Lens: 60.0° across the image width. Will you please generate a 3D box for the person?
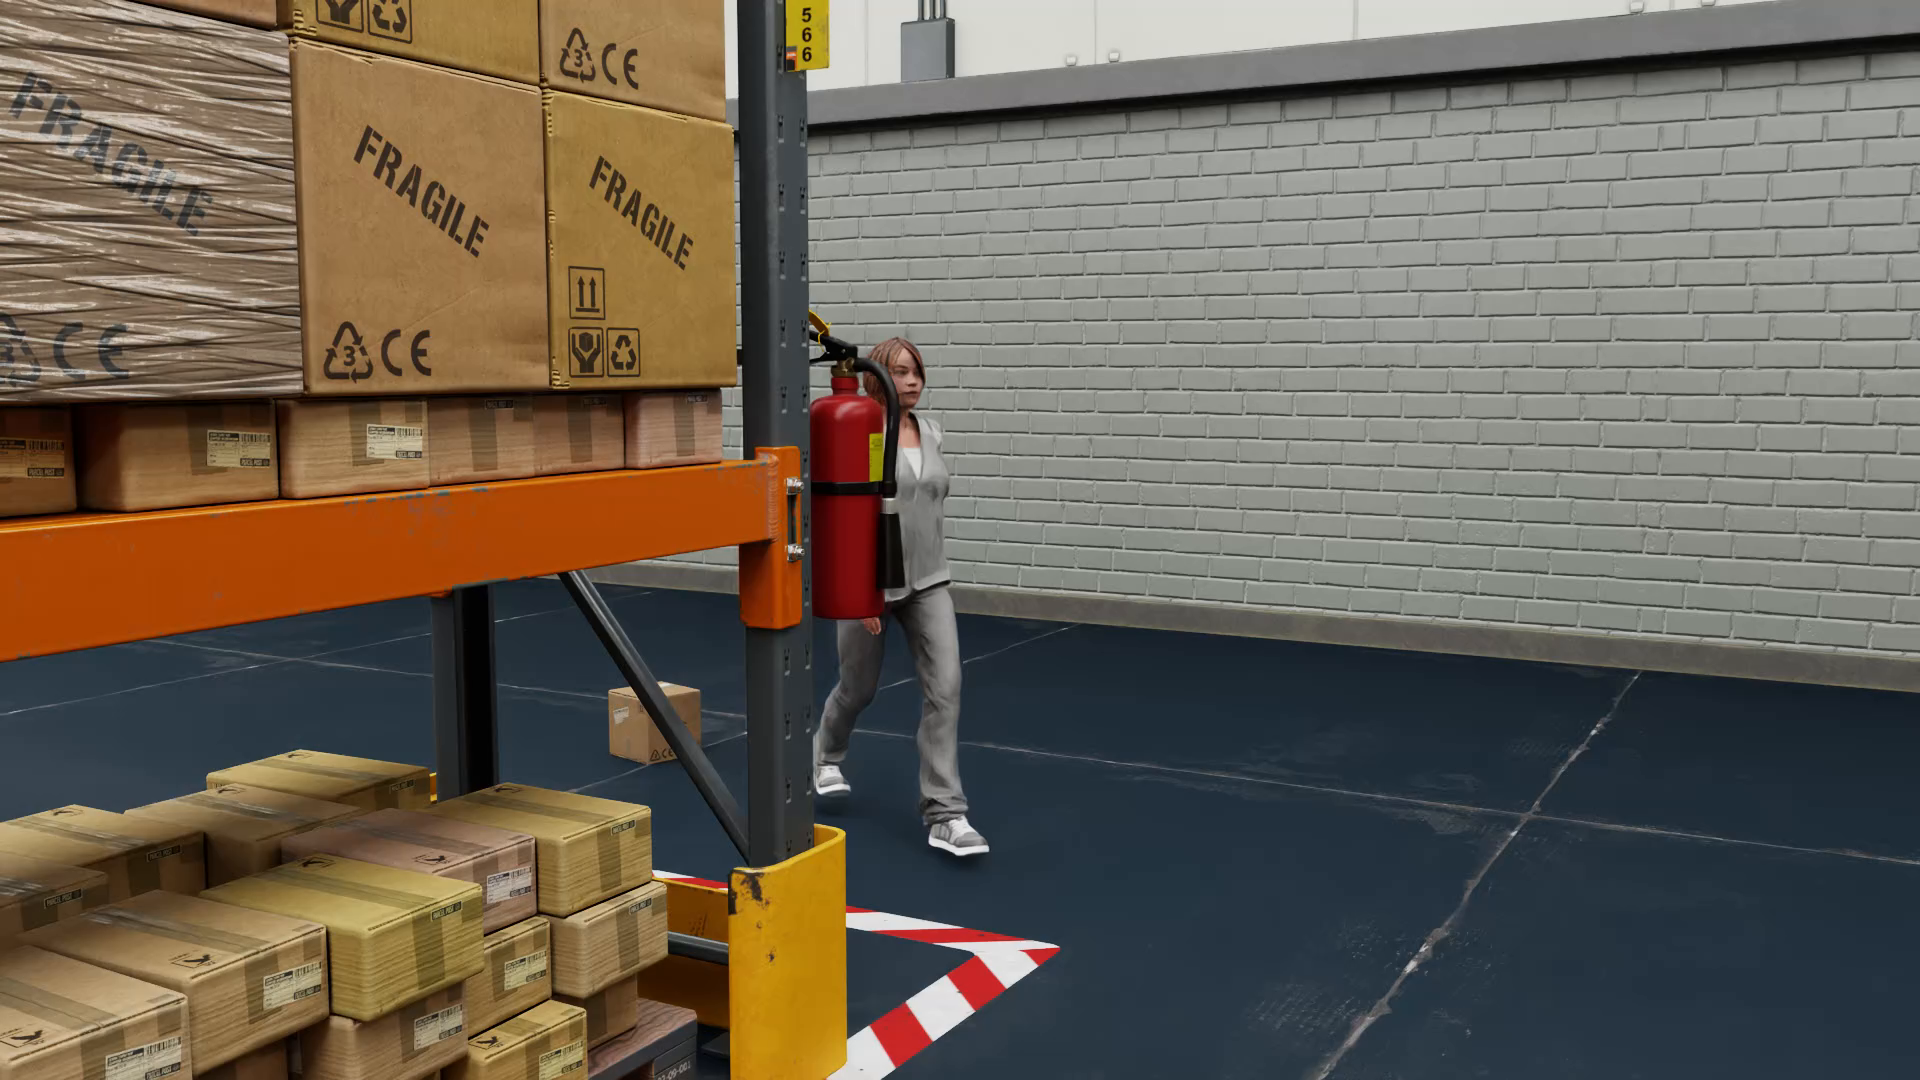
[{"bbox_3d":[-0.213,0.192,5.190,0.429,1.443,0.956,-3,7,-29],"label":"person"}]
